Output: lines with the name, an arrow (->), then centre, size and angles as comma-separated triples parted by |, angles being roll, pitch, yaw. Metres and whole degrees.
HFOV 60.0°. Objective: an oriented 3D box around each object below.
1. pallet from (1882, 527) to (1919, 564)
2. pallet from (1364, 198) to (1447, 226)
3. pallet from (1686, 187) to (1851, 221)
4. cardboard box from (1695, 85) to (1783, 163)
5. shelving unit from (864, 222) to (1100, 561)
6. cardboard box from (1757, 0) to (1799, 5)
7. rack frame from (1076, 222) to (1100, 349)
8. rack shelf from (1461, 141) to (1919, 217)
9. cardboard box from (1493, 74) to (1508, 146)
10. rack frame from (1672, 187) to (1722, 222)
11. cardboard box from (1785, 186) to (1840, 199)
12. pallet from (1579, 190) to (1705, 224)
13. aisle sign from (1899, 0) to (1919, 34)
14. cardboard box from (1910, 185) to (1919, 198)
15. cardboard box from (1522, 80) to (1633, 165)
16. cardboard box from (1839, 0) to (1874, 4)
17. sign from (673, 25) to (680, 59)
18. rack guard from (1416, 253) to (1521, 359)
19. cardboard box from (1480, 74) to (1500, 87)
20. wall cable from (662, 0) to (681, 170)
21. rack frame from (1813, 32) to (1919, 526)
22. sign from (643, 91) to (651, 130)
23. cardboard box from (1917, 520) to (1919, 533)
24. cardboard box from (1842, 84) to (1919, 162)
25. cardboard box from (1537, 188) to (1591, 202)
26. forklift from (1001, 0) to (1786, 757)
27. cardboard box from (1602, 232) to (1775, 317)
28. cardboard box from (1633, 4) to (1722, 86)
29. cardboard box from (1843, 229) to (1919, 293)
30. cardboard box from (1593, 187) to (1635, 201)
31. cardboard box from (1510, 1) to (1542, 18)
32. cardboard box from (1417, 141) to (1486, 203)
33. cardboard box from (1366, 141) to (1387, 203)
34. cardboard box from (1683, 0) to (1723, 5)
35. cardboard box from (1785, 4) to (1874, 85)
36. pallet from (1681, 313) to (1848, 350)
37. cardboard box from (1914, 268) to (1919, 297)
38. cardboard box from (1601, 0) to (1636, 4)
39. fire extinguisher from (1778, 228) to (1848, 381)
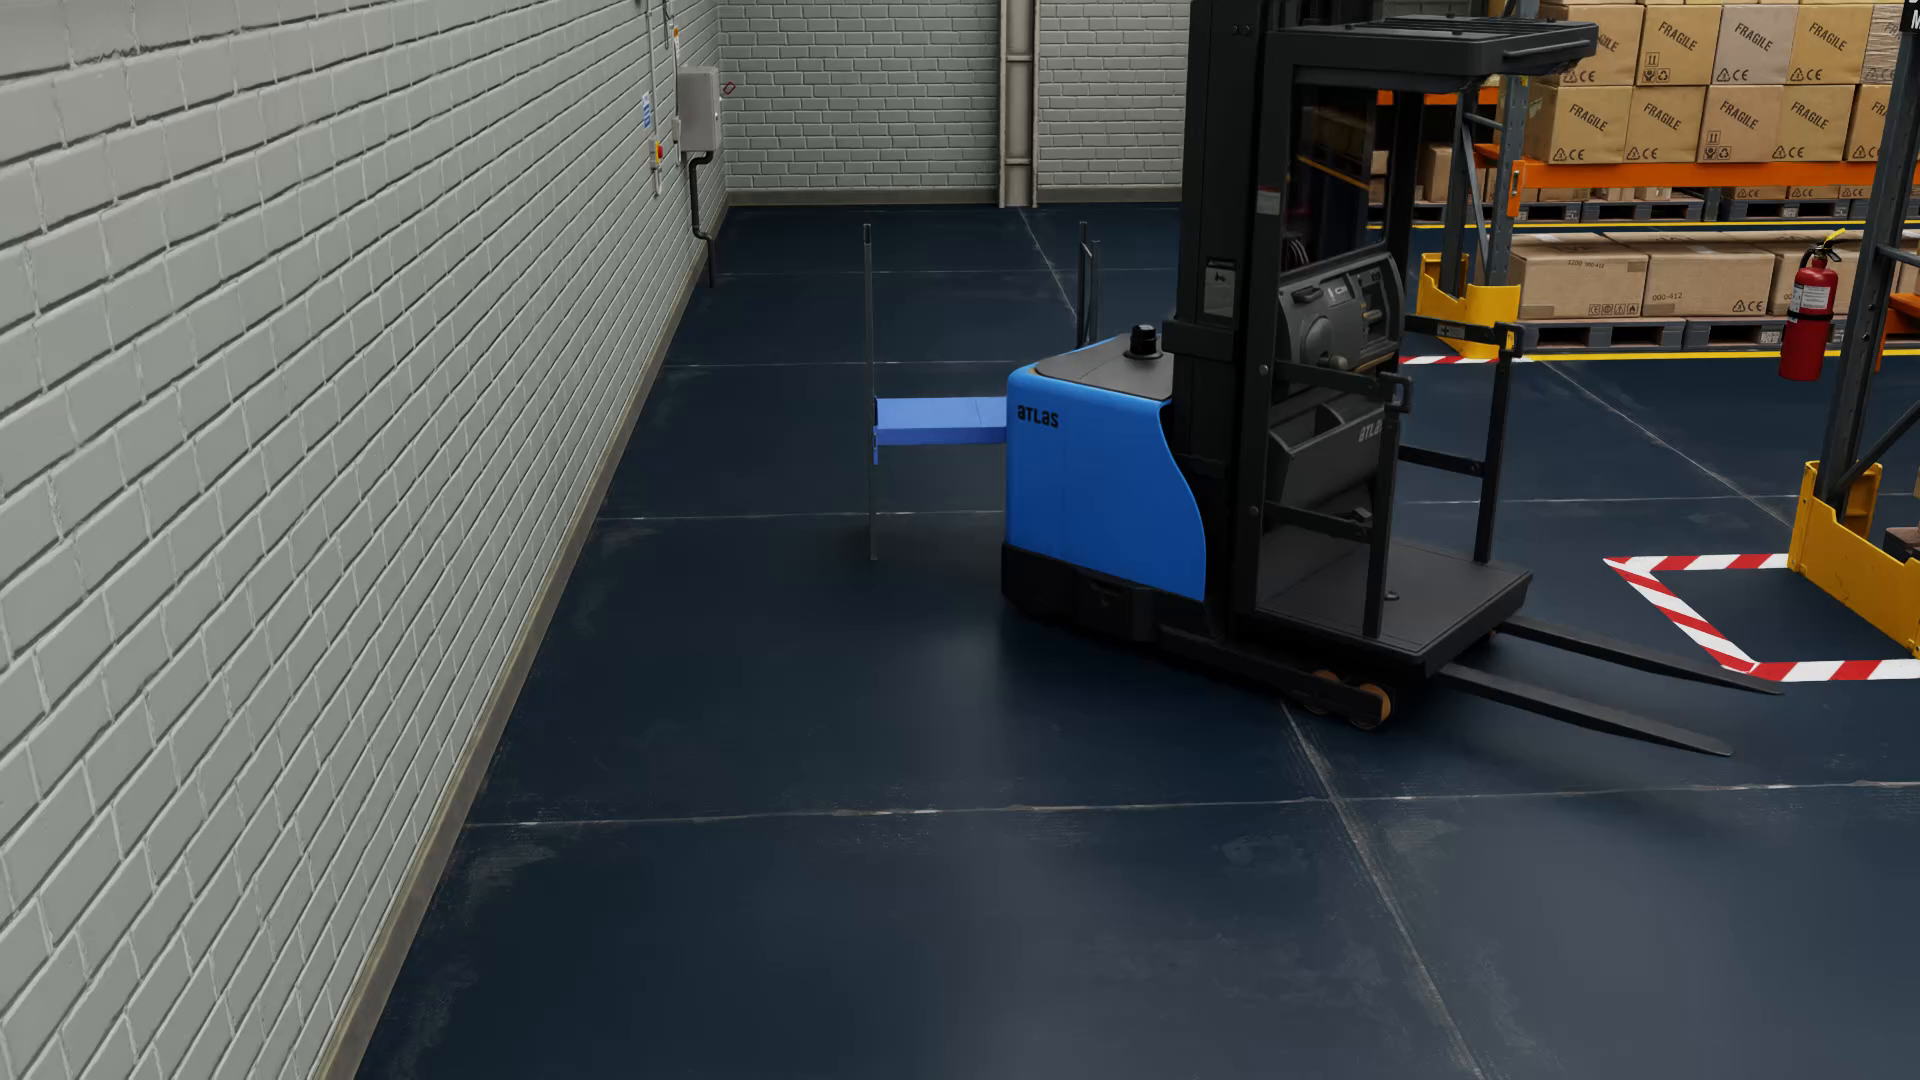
pallet -> 4.892, 0.206, 7.283 | 1.213, 0.211, 1.003 | -1, 21, -3
pallet -> 4.205, -3.326, 16.560 | 1.213, 0.211, 1.003 | -1, 21, -3
pallet -> 8.136, -3.419, 16.804 | 1.213, 0.211, 1.003 | -1, 21, -3
cardboard box -> 5.128, -2.826, 11.188 | 0.500, 0.500, 0.500 | -1, 21, -3
shelving unit -> 0.085, -0.703, 7.859 | 1.048, 1.500, 0.538 | -1, 21, -3
cardboard box -> 5.286, -3.595, 10.890 | 0.250, 0.149, 0.380 | -1, 21, -3
rack frame -> 0.593, -0.713, 7.886 | 0.032, 1.500, 0.500 | -1, 21, -3
rack shelf -> 5.617, -2.552, 11.620 | 4.000, 0.370, 1.077 | -1, 21, -3
cardboard box -> 4.086, -2.998, 11.640 | 0.500, 0.500, 0.500 | -1, 21, -3
rack frame -> 7.326, -4.692, 16.230 | 0.127, 3.000, 1.000 | -1, 21, -3
cardboard box -> 8.353, -3.664, 16.453 | 0.500, 0.500, 0.500 | -1, 21, -4
pallet -> 6.641, -3.375, 16.690 | 1.213, 0.211, 1.003 | -1, 21, -3
aisle sign -> 3.913, -2.411, 6.585 | 0.004, 0.787, 0.394 | -1, 21, -3
cardboard box -> 9.370, -3.681, 16.498 | 0.500, 0.500, 0.500 | -2, 21, -5
cardboard box -> 4.116, -2.802, 11.125 | 0.500, 0.500, 0.500 | -1, 21, -3
cardboard box -> 5.800, -3.613, 10.938 | 0.250, 0.149, 0.380 | -1, 21, -3
sign -> -2.186, -3.836, 12.821 | 0.001, 0.242, 0.339 | -1, 21, -3
rack guard -> 3.596, -1.679, 11.829 | 0.348, 0.500, 1.175 | -1, 21, -3
cardboard box -> 4.966, -4.411, 15.845 | 0.250, 0.149, 0.380 | -2, 21, -5
wall cable -> -2.101, -3.703, 12.204 | 0.122, 1.984, 0.588 | -1, 21, -3
rack frame -> 4.003, -1.091, 6.772 | 0.127, 3.000, 1.000 | -1, 21, -3
sign -> -2.067, -2.833, 10.966 | 0.001, 0.218, 0.327 | -1, 21, -3
cardboard box -> 4.517, -0.040, 7.427 | 0.250, 0.149, 0.380 | -1, 21, -2
cardboard box -> 6.150, -2.848, 11.244 | 0.500, 0.500, 0.500 | -1, 21, -4
cardboard box -> 5.841, -3.642, 16.395 | 0.500, 0.500, 0.700 | -2, 21, -5
forklift -> 1.637, -0.871, 6.289 | 3.031, 2.935, 1.130 | 16, 26, 37
cardboard box -> 5.186, -1.917, 11.951 | 0.875, 0.438, 0.875 | -1, 21, -2
cardboard box -> 4.631, -3.283, 10.983 | 0.500, 0.500, 0.500 | -2, 21, -5
cardboard box -> 6.980, -1.953, 12.046 | 0.875, 0.438, 0.875 | -1, 21, -4
cardboard box -> 6.430, -3.488, 16.319 | 0.258, 0.266, 0.396 | 0, 21, -1
cardboard box -> 4.088, -3.456, 11.437 | 0.500, 0.500, 0.500 | 0, 21, -1
cardboard box -> 4.805, -3.621, 16.340 | 0.500, 0.500, 0.700 | 0, 21, -1
cardboard box -> 3.949, -3.619, 16.330 | 0.637, 0.503, 0.797 | -2, 21, -5
cardboard box -> 4.775, -3.581, 10.853 | 0.250, 0.149, 0.380 | -2, 21, -5
cardboard box -> 5.642, -3.307, 11.046 | 0.500, 0.500, 0.500 | -1, 21, -3
pallet -> 5.629, -1.612, 12.059 | 1.213, 0.211, 1.003 | -1, 21, -3
cardboard box -> 4.313, -1.081, 7.098 | 0.250, 0.149, 0.380 | -1, 21, -3
cardboard box -> 4.248, -3.604, 10.915 | 0.250, 0.149, 0.380 | -1, 21, -2
fire extinguisher -> 3.726, -1.040, 7.269 | 0.183, 0.674, 0.296 | -1, 21, -3
